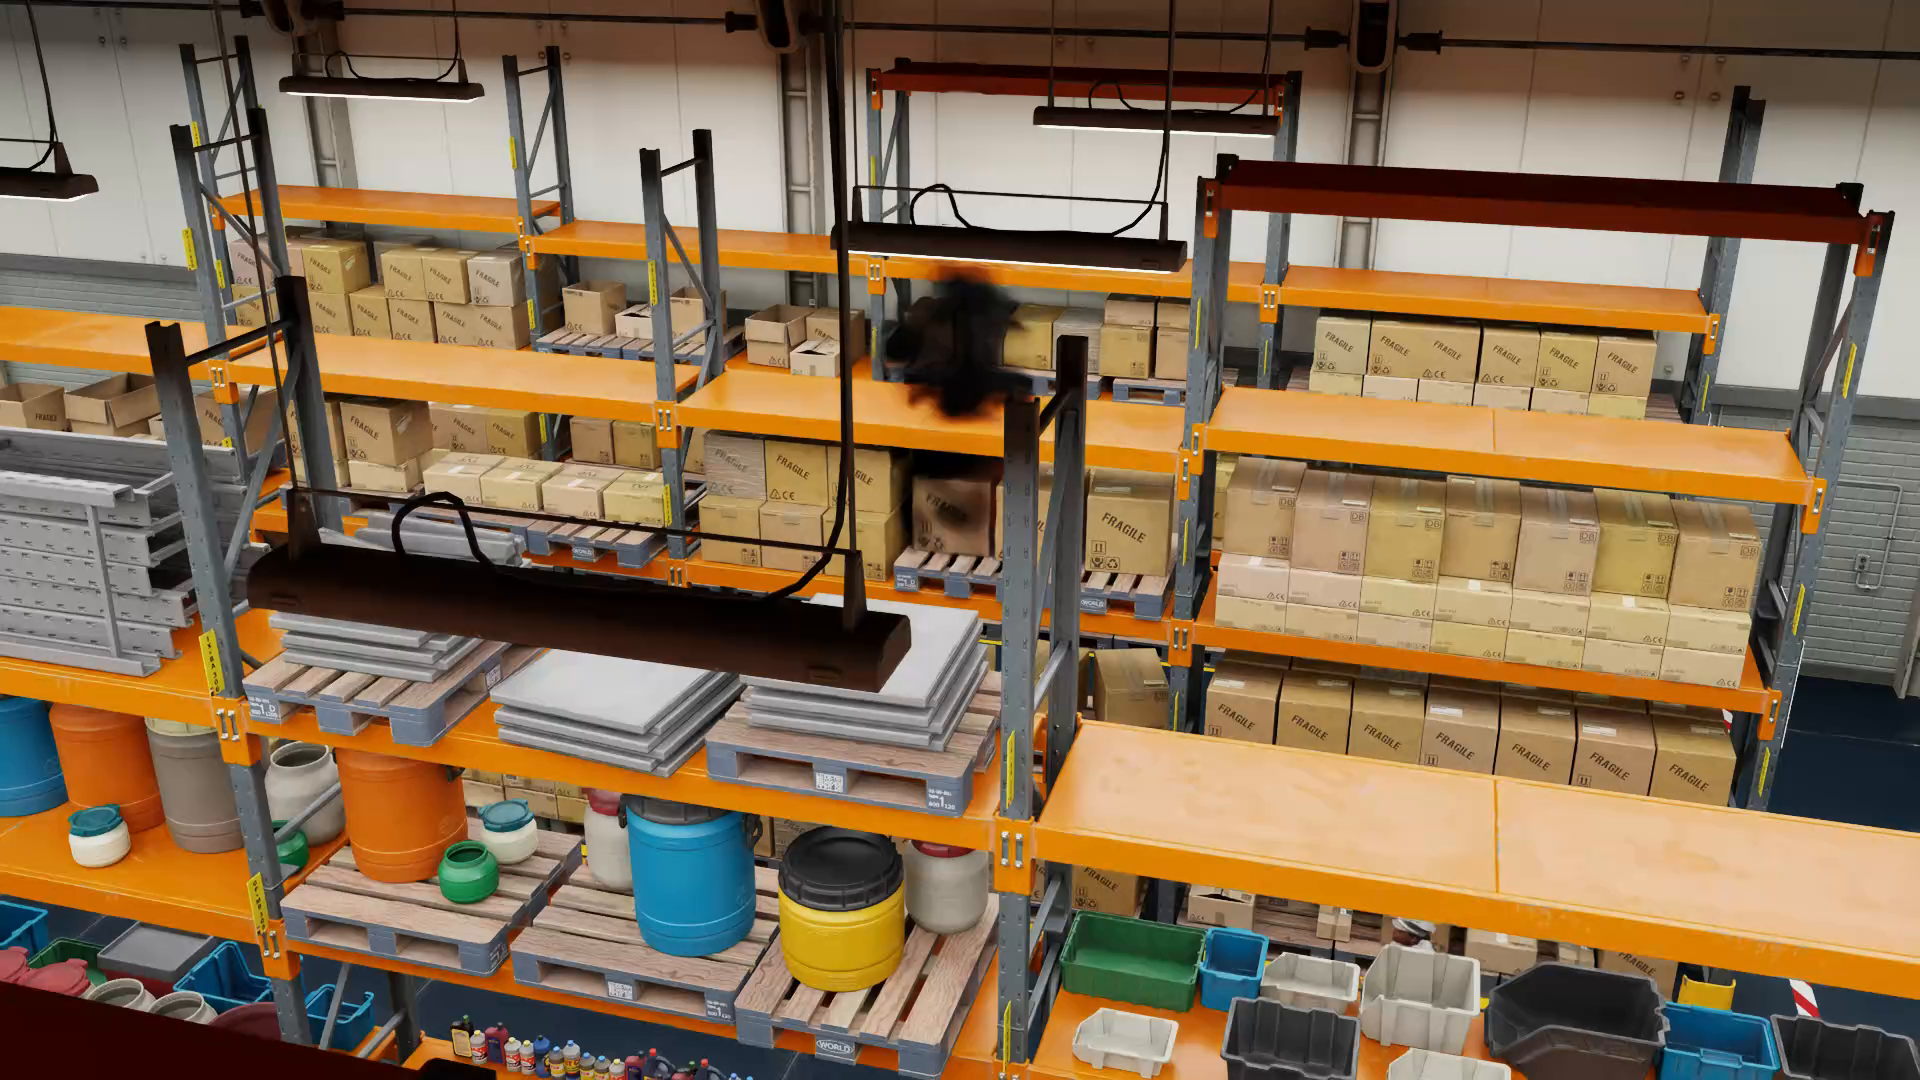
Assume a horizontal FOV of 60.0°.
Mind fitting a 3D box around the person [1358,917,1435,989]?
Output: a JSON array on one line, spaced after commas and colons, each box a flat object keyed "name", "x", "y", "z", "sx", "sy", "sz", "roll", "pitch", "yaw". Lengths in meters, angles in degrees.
[{"name": "person", "x": 2.902, "y": 3.135, "z": 10.965, "sx": 0.927, "sy": 1.698, "sz": 0.571, "roll": 1, "pitch": 23, "yaw": 1}]
